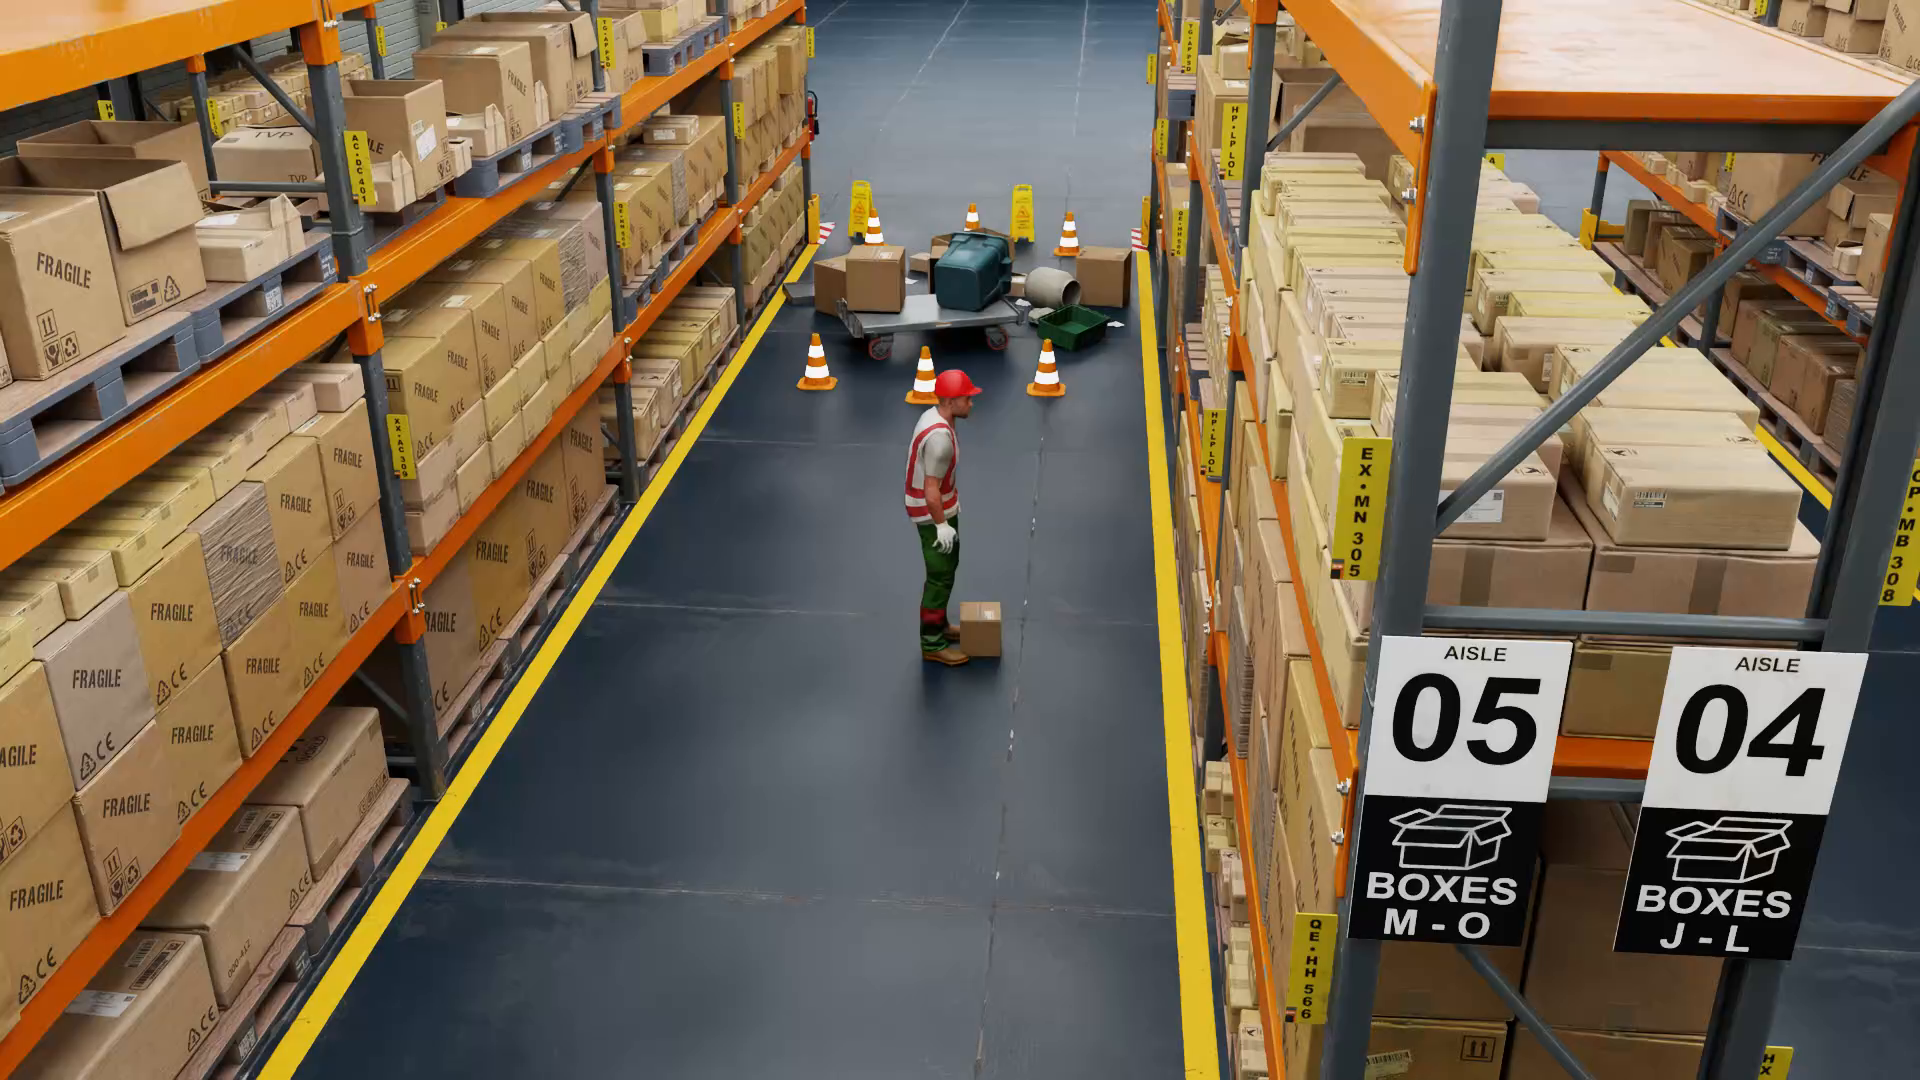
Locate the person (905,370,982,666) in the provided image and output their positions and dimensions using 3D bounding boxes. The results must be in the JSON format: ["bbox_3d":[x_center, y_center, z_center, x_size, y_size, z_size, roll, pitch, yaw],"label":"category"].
[{"bbox_3d":[-0.098,-0.158,9.935,0.454,1.779,0.621,1,24,3],"label":"person"}]
